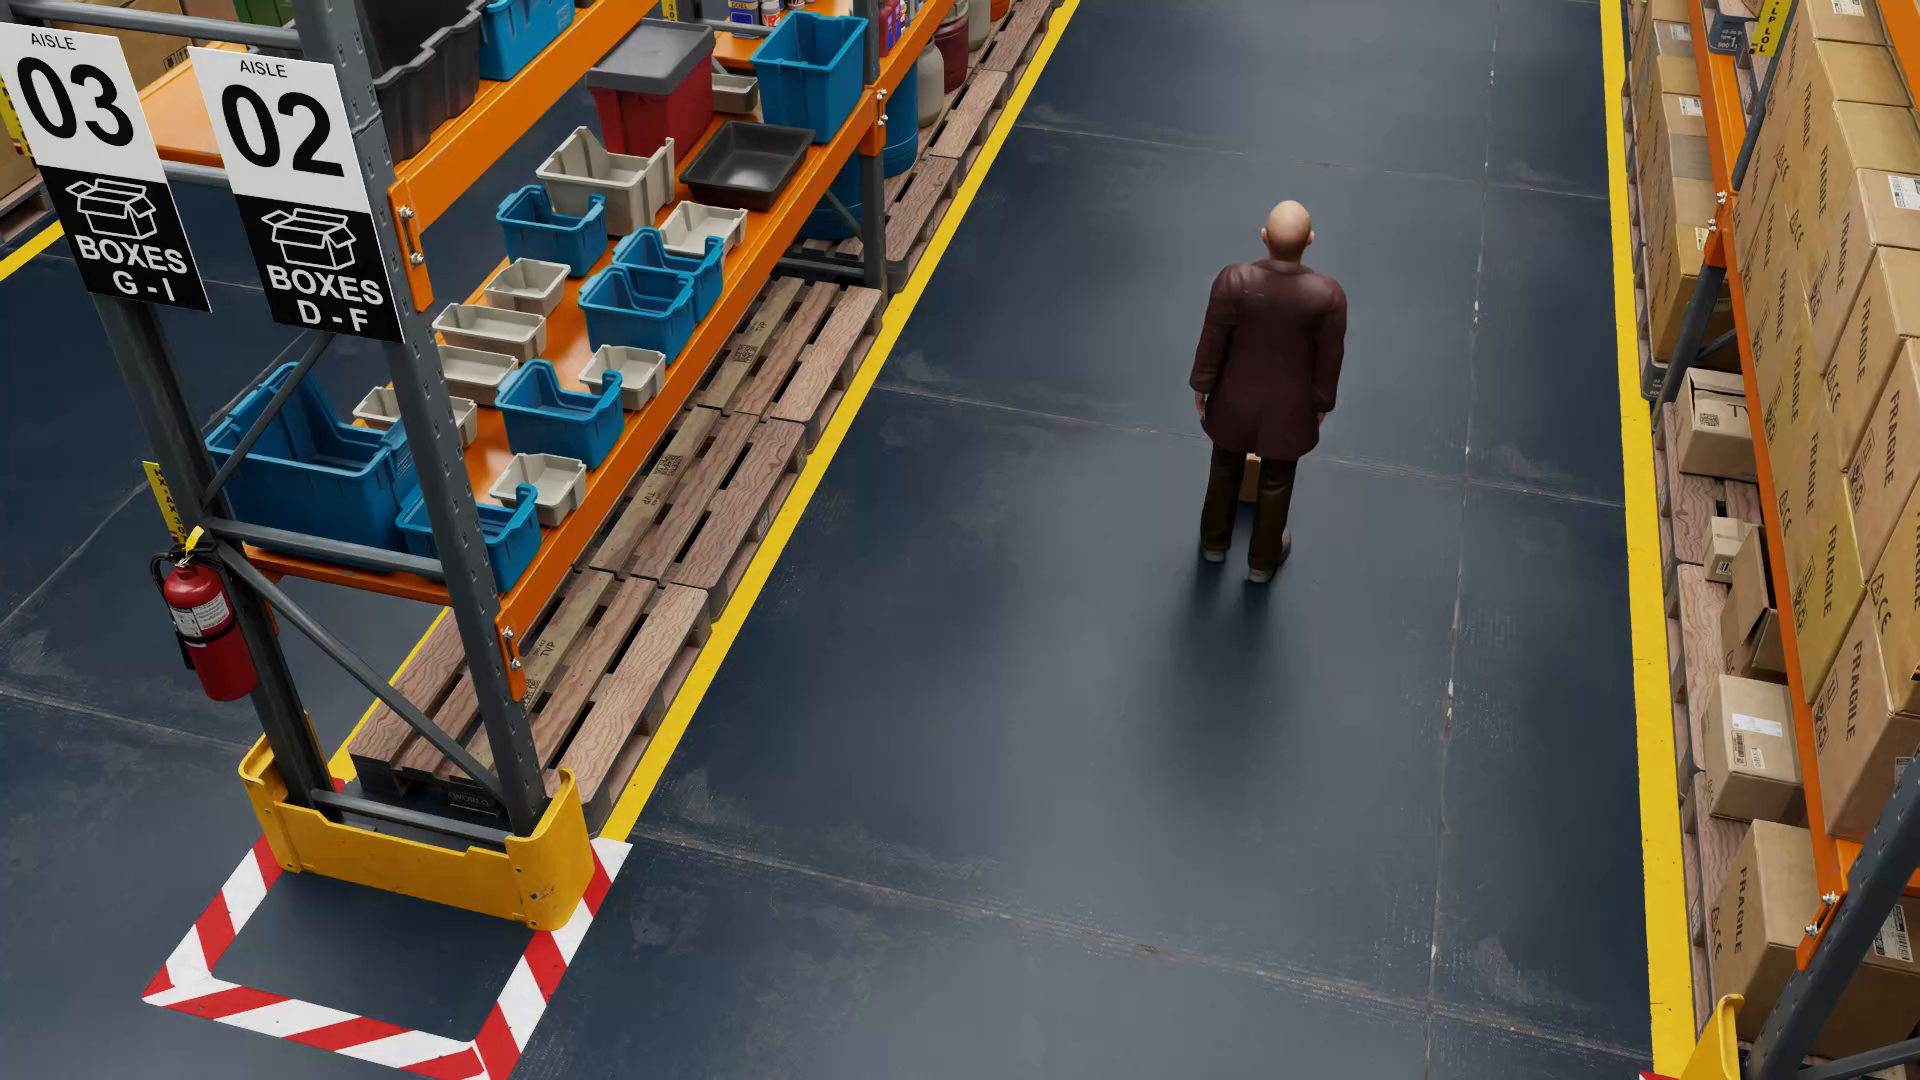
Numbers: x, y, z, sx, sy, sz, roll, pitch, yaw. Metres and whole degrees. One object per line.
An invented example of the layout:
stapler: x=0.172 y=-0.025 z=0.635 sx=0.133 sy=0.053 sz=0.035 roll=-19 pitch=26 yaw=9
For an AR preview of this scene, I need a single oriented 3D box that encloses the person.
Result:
person: x=1.262 y=-0.636 z=6.912 sx=0.601 sy=1.789 sz=0.454 roll=10 pitch=42 yaw=12
